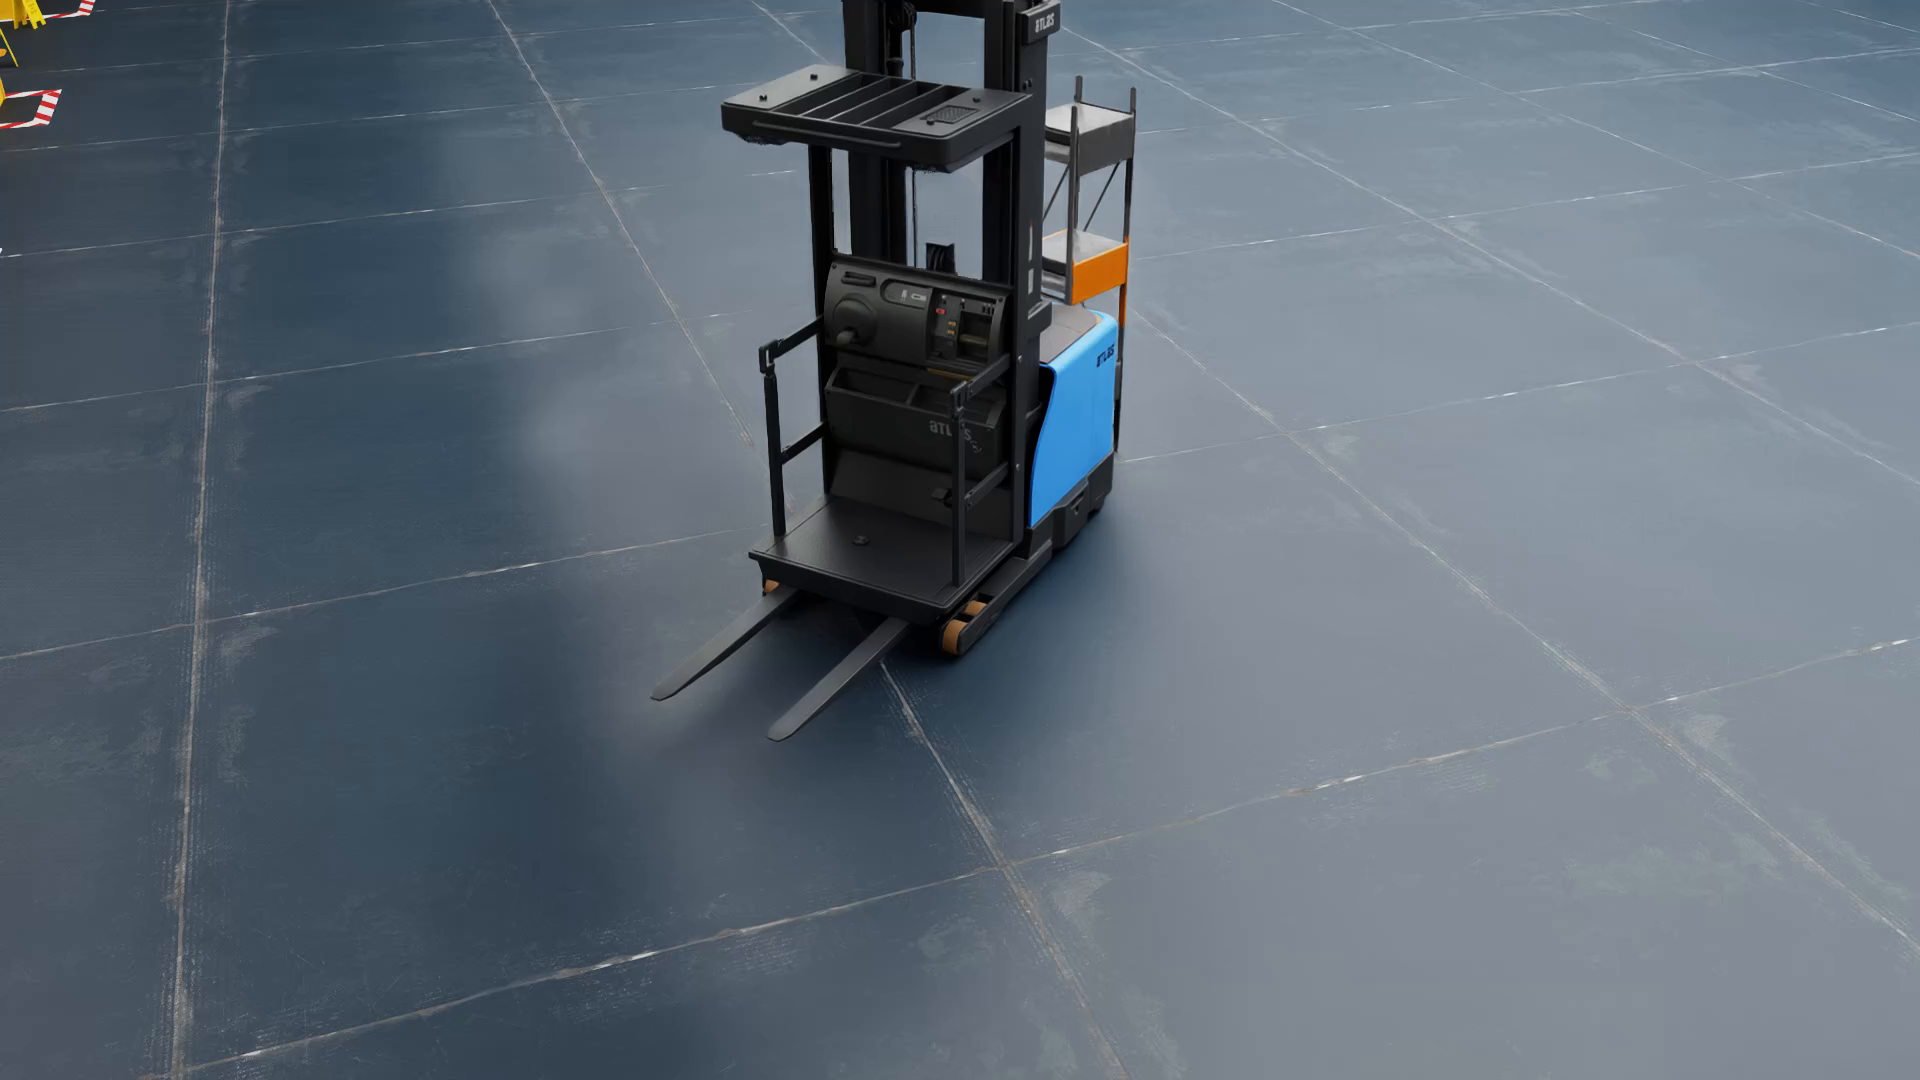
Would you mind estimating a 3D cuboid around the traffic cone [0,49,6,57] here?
[{"bbox_3d":[-10.485,-5.439,17.830,0.334,0.463,0.336,-10,31,-18],"label":"traffic cone"}]

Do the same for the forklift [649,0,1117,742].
[{"bbox_3d":[-0.315,-0.987,7.522,1.130,2.935,3.031,15,33,25],"label":"forklift"}]

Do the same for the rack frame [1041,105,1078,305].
[{"bbox_3d":[0.439,-1.318,8.942,0.400,2.100,0.015,24,38,36],"label":"rack frame"}]

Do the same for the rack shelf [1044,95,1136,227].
[{"bbox_3d":[0.604,-2.004,8.759,0.431,0.518,0.480,24,38,36],"label":"rack shelf"}]

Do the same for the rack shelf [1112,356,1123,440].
[{"bbox_3d":[0.604,-0.787,9.452,0.431,0.518,0.480,24,38,36],"label":"rack shelf"}]

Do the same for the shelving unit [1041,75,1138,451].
[{"bbox_3d":[0.604,-1.407,9.099,0.431,2.100,0.503,24,38,36],"label":"shelving unit"}]

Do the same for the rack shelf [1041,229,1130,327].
[{"bbox_3d":[0.604,-1.395,9.106,0.431,0.518,0.480,24,38,36],"label":"rack shelf"}]

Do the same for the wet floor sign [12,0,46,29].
[{"bbox_3d":[-10.686,-6.184,18.953,0.232,0.644,0.267,0,30,0],"label":"wet floor sign"}]

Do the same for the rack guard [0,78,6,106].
[{"bbox_3d":[-9.394,-4.310,15.809,0.348,0.500,1.175,-10,31,-18],"label":"rack guard"}]

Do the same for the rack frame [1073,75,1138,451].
[{"bbox_3d":[0.769,-1.496,9.255,0.400,2.100,0.015,24,38,36],"label":"rack frame"}]

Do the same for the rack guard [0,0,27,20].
[{"bbox_3d":[-11.309,-6.571,19.779,0.348,0.500,1.175,-10,31,-18],"label":"rack guard"}]

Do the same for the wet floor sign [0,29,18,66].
[{"bbox_3d":[-10.080,-5.292,17.387,0.232,0.644,0.267,-16,33,-26],"label":"wet floor sign"}]
